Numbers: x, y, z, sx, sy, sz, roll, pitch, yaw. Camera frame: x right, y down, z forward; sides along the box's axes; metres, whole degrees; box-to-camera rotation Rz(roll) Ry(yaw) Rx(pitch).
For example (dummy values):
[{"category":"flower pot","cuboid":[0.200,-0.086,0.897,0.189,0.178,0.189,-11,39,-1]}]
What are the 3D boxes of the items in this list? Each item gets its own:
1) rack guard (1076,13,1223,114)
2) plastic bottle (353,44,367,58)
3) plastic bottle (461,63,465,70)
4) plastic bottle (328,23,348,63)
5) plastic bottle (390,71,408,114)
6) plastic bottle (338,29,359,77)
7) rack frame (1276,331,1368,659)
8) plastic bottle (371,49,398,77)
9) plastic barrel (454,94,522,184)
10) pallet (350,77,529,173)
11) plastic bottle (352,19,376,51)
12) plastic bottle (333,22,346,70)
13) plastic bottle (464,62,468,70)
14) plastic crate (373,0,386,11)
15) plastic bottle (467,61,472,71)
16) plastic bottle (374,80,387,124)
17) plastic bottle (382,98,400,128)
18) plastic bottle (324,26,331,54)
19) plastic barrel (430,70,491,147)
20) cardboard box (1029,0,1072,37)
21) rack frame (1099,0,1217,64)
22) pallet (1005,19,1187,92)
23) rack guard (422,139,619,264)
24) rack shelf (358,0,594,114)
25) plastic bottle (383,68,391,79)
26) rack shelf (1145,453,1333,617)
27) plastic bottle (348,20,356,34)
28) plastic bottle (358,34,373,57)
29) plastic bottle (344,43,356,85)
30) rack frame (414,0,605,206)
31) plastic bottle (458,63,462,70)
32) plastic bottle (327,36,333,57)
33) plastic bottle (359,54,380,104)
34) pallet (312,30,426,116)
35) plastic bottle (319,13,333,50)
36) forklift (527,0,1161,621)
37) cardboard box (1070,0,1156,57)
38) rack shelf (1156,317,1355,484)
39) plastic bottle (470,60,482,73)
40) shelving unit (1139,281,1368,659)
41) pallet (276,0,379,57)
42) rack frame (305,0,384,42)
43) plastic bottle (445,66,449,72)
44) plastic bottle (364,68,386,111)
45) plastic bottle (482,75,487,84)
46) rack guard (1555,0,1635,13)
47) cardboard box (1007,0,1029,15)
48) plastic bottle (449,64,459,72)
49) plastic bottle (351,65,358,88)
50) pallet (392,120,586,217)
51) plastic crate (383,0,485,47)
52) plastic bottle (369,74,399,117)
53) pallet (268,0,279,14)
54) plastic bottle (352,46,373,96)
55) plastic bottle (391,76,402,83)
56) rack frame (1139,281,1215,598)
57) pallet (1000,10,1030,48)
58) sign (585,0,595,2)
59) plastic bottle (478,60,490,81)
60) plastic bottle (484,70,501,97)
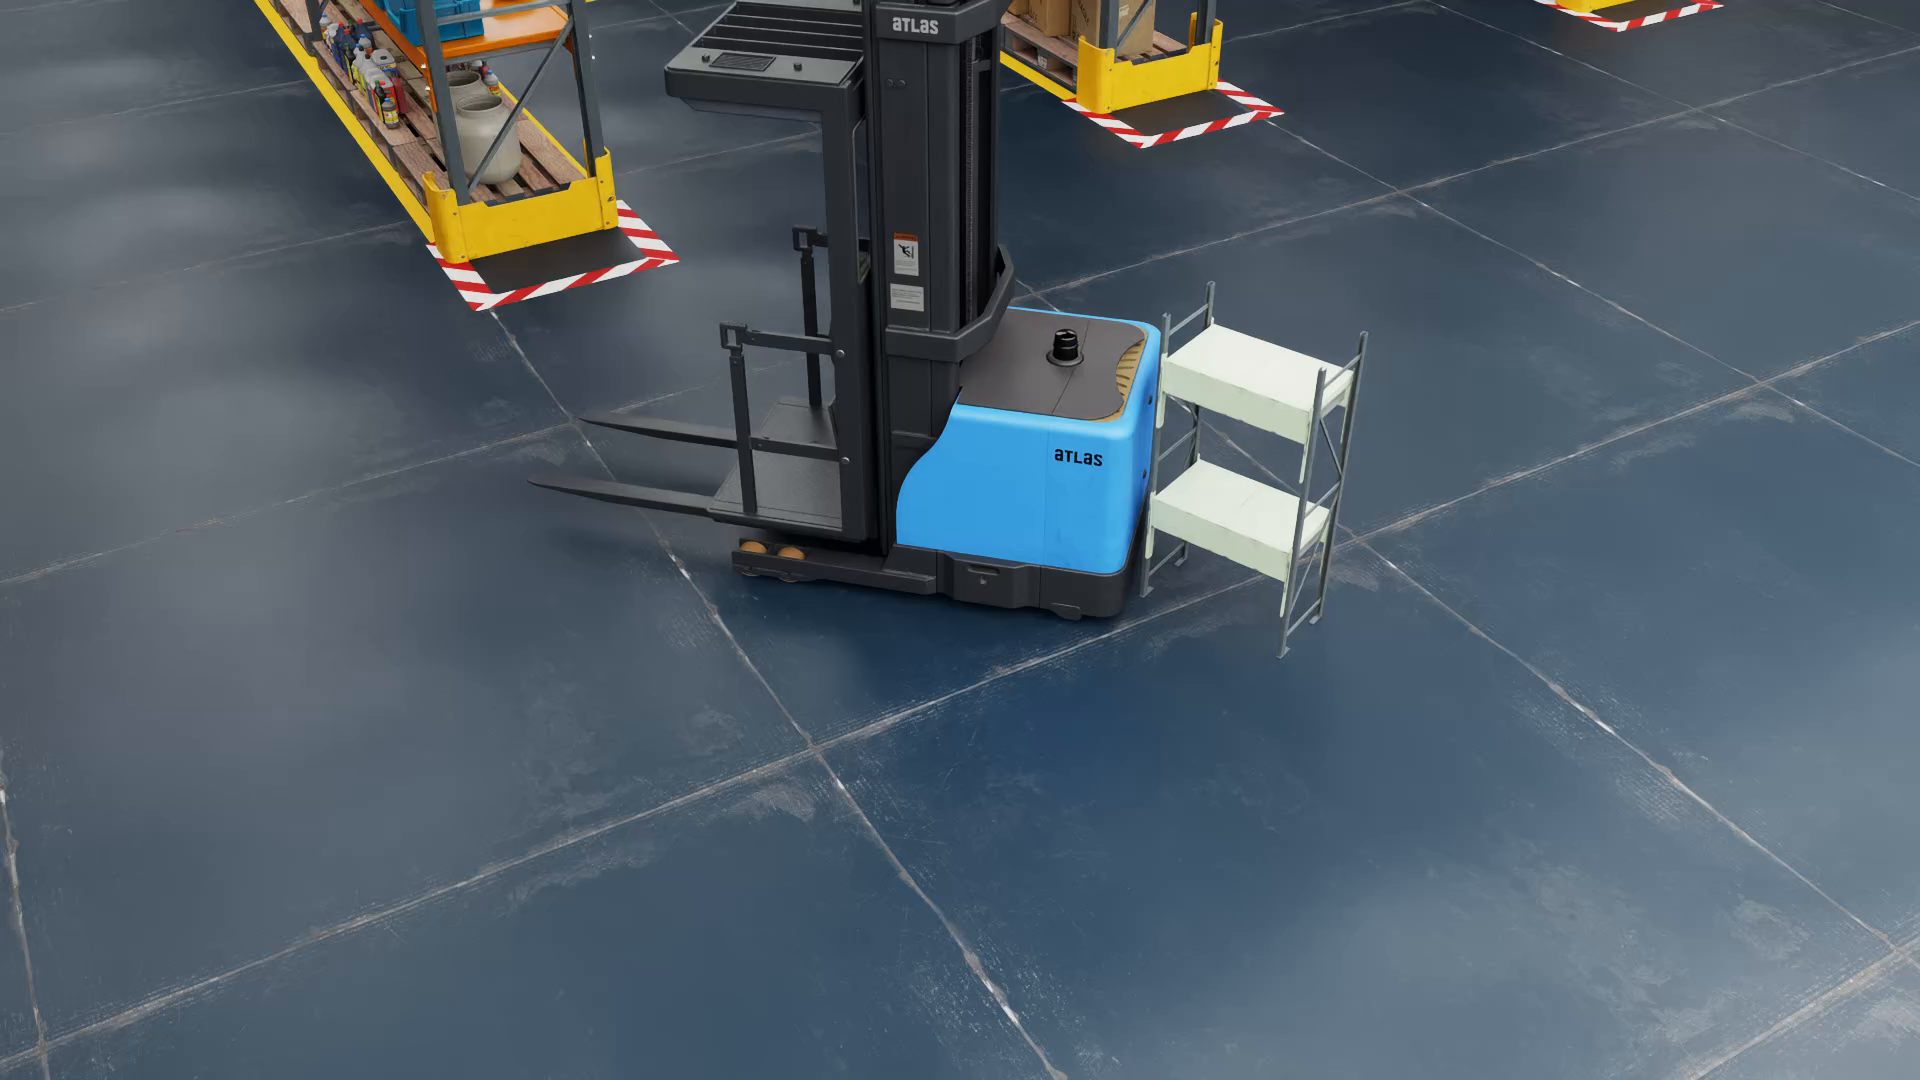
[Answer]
[{"category":"rack guard","cuboid":[1.468,-3.703,12.896,1.175,0.500,0.348,-19,40,-24]},{"category":"plastic bottle","cuboid":[-4.538,-3.627,12.613,0.097,0.271,0.097,0,36,0]},{"category":"plastic bottle","cuboid":[-3.742,-3.628,12.614,0.097,0.271,0.097,0,36,0]},{"category":"plastic bottle","cuboid":[-4.818,-3.874,12.948,0.152,0.276,0.135,-17,40,-22]},{"category":"plastic bottle","cuboid":[-4.089,-3.262,12.103,0.061,0.283,0.133,-19,40,-24]},{"category":"plastic bottle","cuboid":[-4.644,-3.723,12.677,0.144,0.351,0.185,-21,41,-26]},{"category":"rack frame","cuboid":[1.560,-0.163,7.202,0.023,1.500,0.400,24,43,30]},{"category":"plastic bottle","cuboid":[-4.315,-3.533,12.480,0.152,0.276,0.135,-19,40,-24]},{"category":"plastic barrel","cuboid":[-3.173,-2.684,11.135,0.421,0.512,0.421,0,36,0]},{"category":"pallet","cuboid":[-3.867,-3.142,12.373,1.003,0.211,1.213,-19,40,-24]},{"category":"plastic bottle","cuboid":[-4.614,-3.862,12.867,0.144,0.351,0.185,-19,40,-24]},{"category":"plastic bottle","cuboid":[-4.739,-3.819,12.809,0.144,0.351,0.185,-18,40,-23]},{"category":"plastic bottle","cuboid":[-3.690,-3.547,12.562,0.097,0.201,0.097,0,36,0]},{"category":"plastic crate","cuboid":[-3.607,-3.645,10.824,0.499,0.251,0.408,-19,40,-24]},{"category":"plastic bottle","cuboid":[-3.640,-3.524,12.473,0.097,0.271,0.097,0,36,0]},{"category":"plastic bottle","cuboid":[-4.152,-3.147,11.946,0.061,0.283,0.133,-18,40,-23]},{"category":"plastic bottle","cuboid":[-4.078,-3.060,11.896,0.097,0.201,0.097,0,36,0]},{"category":"plastic bottle","cuboid":[-4.953,-3.949,13.113,0.097,0.201,0.097,0,36,0]},{"category":"plastic barrel","cuboid":[-3.424,-2.939,11.485,0.421,0.512,0.421,0,36,0]},{"category":"cardboard box","cuboid":[0.877,-4.452,13.565,0.500,0.500,0.500,-9,37,-12]},{"category":"rack frame","cuboid":[1.507,-4.674,12.106,1.000,3.000,0.127,-19,40,-24]},{"category":"pallet","cuboid":[1.091,-4.011,13.563,1.003,0.211,1.213,-19,40,-24]},{"category":"rack guard","cuboid":[-2.855,-2.221,10.867,1.175,0.500,0.348,-19,40,-24]},{"category":"rack shelf","cuboid":[-3.781,-3.935,11.705,1.077,0.370,4.000,-19,40,-24]},{"category":"plastic bottle","cuboid":[-4.254,-3.409,12.374,0.097,0.201,0.097,0,36,0]},{"category":"rack shelf","cuboid":[1.271,-0.032,7.575,0.720,0.370,0.431,24,43,30]},{"category":"plastic bottle","cuboid":[-4.727,-3.909,12.989,0.061,0.283,0.133,-19,40,-24]},{"category":"plastic bottle","cuboid":[-4.561,-3.749,12.780,0.097,0.271,0.097,0,36,0]},{"category":"plastic bottle","cuboid":[-4.597,-3.599,12.564,0.061,0.283,0.133,-17,39,-22]},{"category":"rack frame","cuboid":[-2.776,-3.206,10.096,1.000,3.000,0.127,-19,40,-24]},{"category":"plastic bottle","cuboid":[-3.793,-3.652,12.706,0.097,0.201,0.097,0,36,0]},{"category":"plastic bottle","cuboid":[-4.902,-3.897,13.042,0.097,0.201,0.097,0,36,0]},{"category":"plastic bottle","cuboid":[-4.337,-3.411,12.250,0.144,0.351,0.185,-17,40,-22]},{"category":"pallet","cuboid":[-4.484,-3.765,13.226,1.003,0.211,1.213,-19,40,-24]},{"category":"plastic bottle","cuboid":[-5.004,-4.029,13.164,0.097,0.271,0.097,0,36,0]},{"category":"forklift","cuboid":[-0.609,-1.273,7.508,3.031,2.935,1.130,8,37,11]},{"category":"cardboard box","cuboid":[1.207,-4.157,13.162,0.500,0.500,0.500,-12,38,-16]},{"category":"rack shelf","cuboid":[1.271,-0.610,7.152,0.720,0.370,0.431,24,43,30]},{"category":"plastic bottle","cuboid":[-3.589,-3.473,12.403,0.097,0.271,0.097,0,36,0]},{"category":"shelving unit","cuboid":[1.271,-0.295,7.383,0.755,1.500,0.431,24,43,30]},{"category":"pallet","cuboid":[-5.214,-4.509,14.244,1.003,0.211,1.213,-19,40,-24]},{"category":"rack frame","cuboid":[-4.785,-5.246,12.889,1.000,3.000,0.127,-19,40,-24]},{"category":"plastic bottle","cuboid":[-3.968,-3.705,12.710,0.061,0.283,0.133,-19,40,-24]},{"category":"plastic bottle","cuboid":[-4.250,-3.298,12.158,0.152,0.276,0.135,-20,41,-25]},{"category":"plastic bottle","cuboid":[-3.469,-3.323,12.256,0.097,0.201,0.097,0,36,0]},{"category":"rack guard","cuboid":[5.858,-5.070,14.768,1.175,0.500,0.348,-19,40,-24]},{"category":"cardboard box","cuboid":[0.579,-4.777,14.010,0.500,0.500,0.500,-15,39,-20]},{"category":"plastic bottle","cuboid":[-3.876,-3.734,12.755,0.152,0.276,0.135,-18,40,-23]},{"category":"plastic bottle","cuboid":[-4.522,-3.511,12.514,0.097,0.201,0.097,0,36,0]},{"category":"pallet","cuboid":[-3.258,-2.520,11.522,1.003,0.211,1.213,-19,40,-24]},{"category":"plastic crate","cuboid":[-3.286,-3.312,10.368,0.499,0.251,0.616,-19,40,-24]},{"category":"plastic bottle","cuboid":[-4.181,-3.227,12.061,0.152,0.276,0.135,-19,40,-24]},{"category":"pallet","cuboid":[-5.831,-5.131,15.097,1.003,0.211,1.213,-19,40,-24]},{"category":"plastic bottle","cuboid":[-4.430,-3.506,12.380,0.144,0.351,0.185,-19,40,-24]},{"category":"plastic bottle","cuboid":[-4.152,-3.314,12.244,0.097,0.201,0.097,0,36,0]},{"category":"rack frame","cuboid":[0.981,-0.427,7.563,0.023,1.500,0.400,24,43,30]},{"category":"pallet","cuboid":[0.482,-4.632,14.414,1.003,0.211,1.213,-19,40,-24]},{"category":"sign","cuboid":[-2.298,-3.478,10.235,0.100,0.325,0.005,-19,40,-24]},{"category":"plastic bottle","cuboid":[-3.515,-3.424,12.325,0.061,0.283,0.133,-18,40,-23]},{"category":"plastic bottle","cuboid":[-3.417,-3.299,12.163,0.097,0.271,0.097,0,36,0]}]
